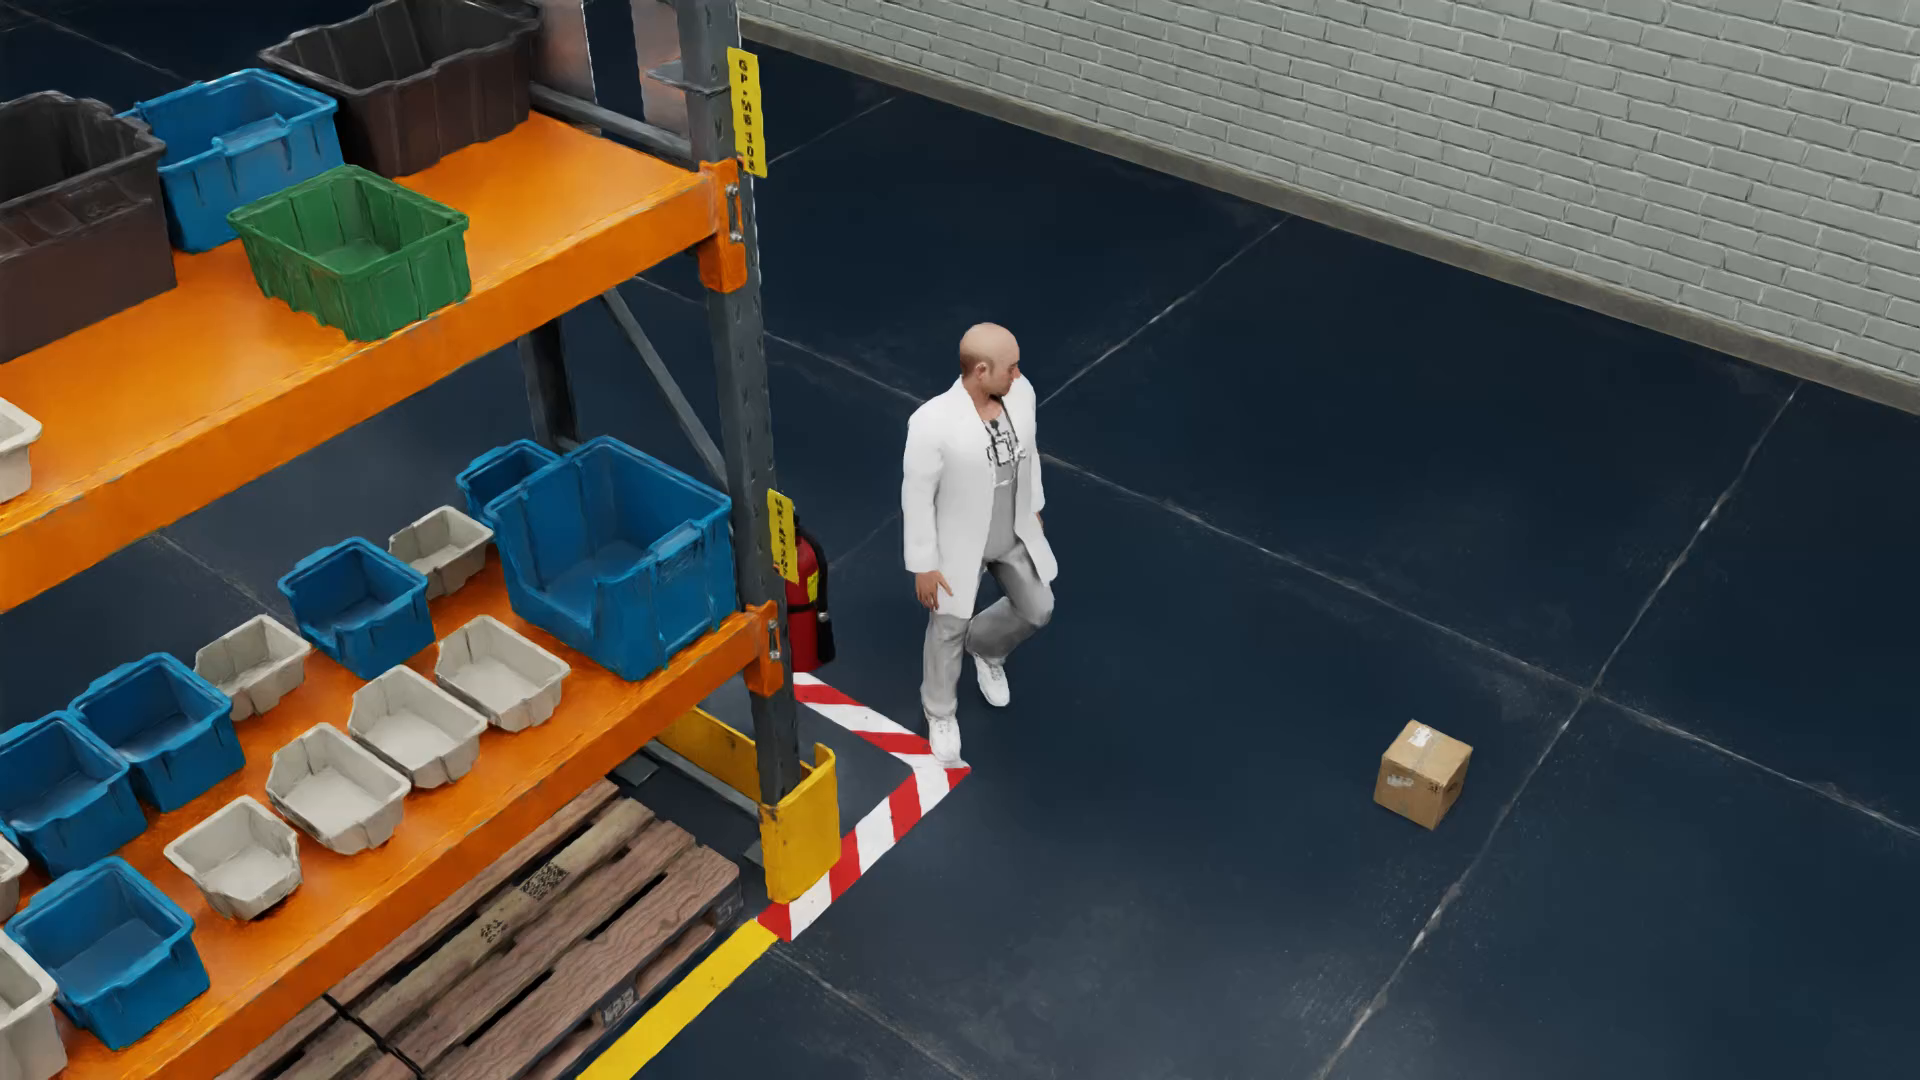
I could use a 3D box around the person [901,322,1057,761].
[{"bbox_3d":[0.040,-0.019,6.163,0.650,1.778,0.505,-22,43,-25],"label":"person"}]
